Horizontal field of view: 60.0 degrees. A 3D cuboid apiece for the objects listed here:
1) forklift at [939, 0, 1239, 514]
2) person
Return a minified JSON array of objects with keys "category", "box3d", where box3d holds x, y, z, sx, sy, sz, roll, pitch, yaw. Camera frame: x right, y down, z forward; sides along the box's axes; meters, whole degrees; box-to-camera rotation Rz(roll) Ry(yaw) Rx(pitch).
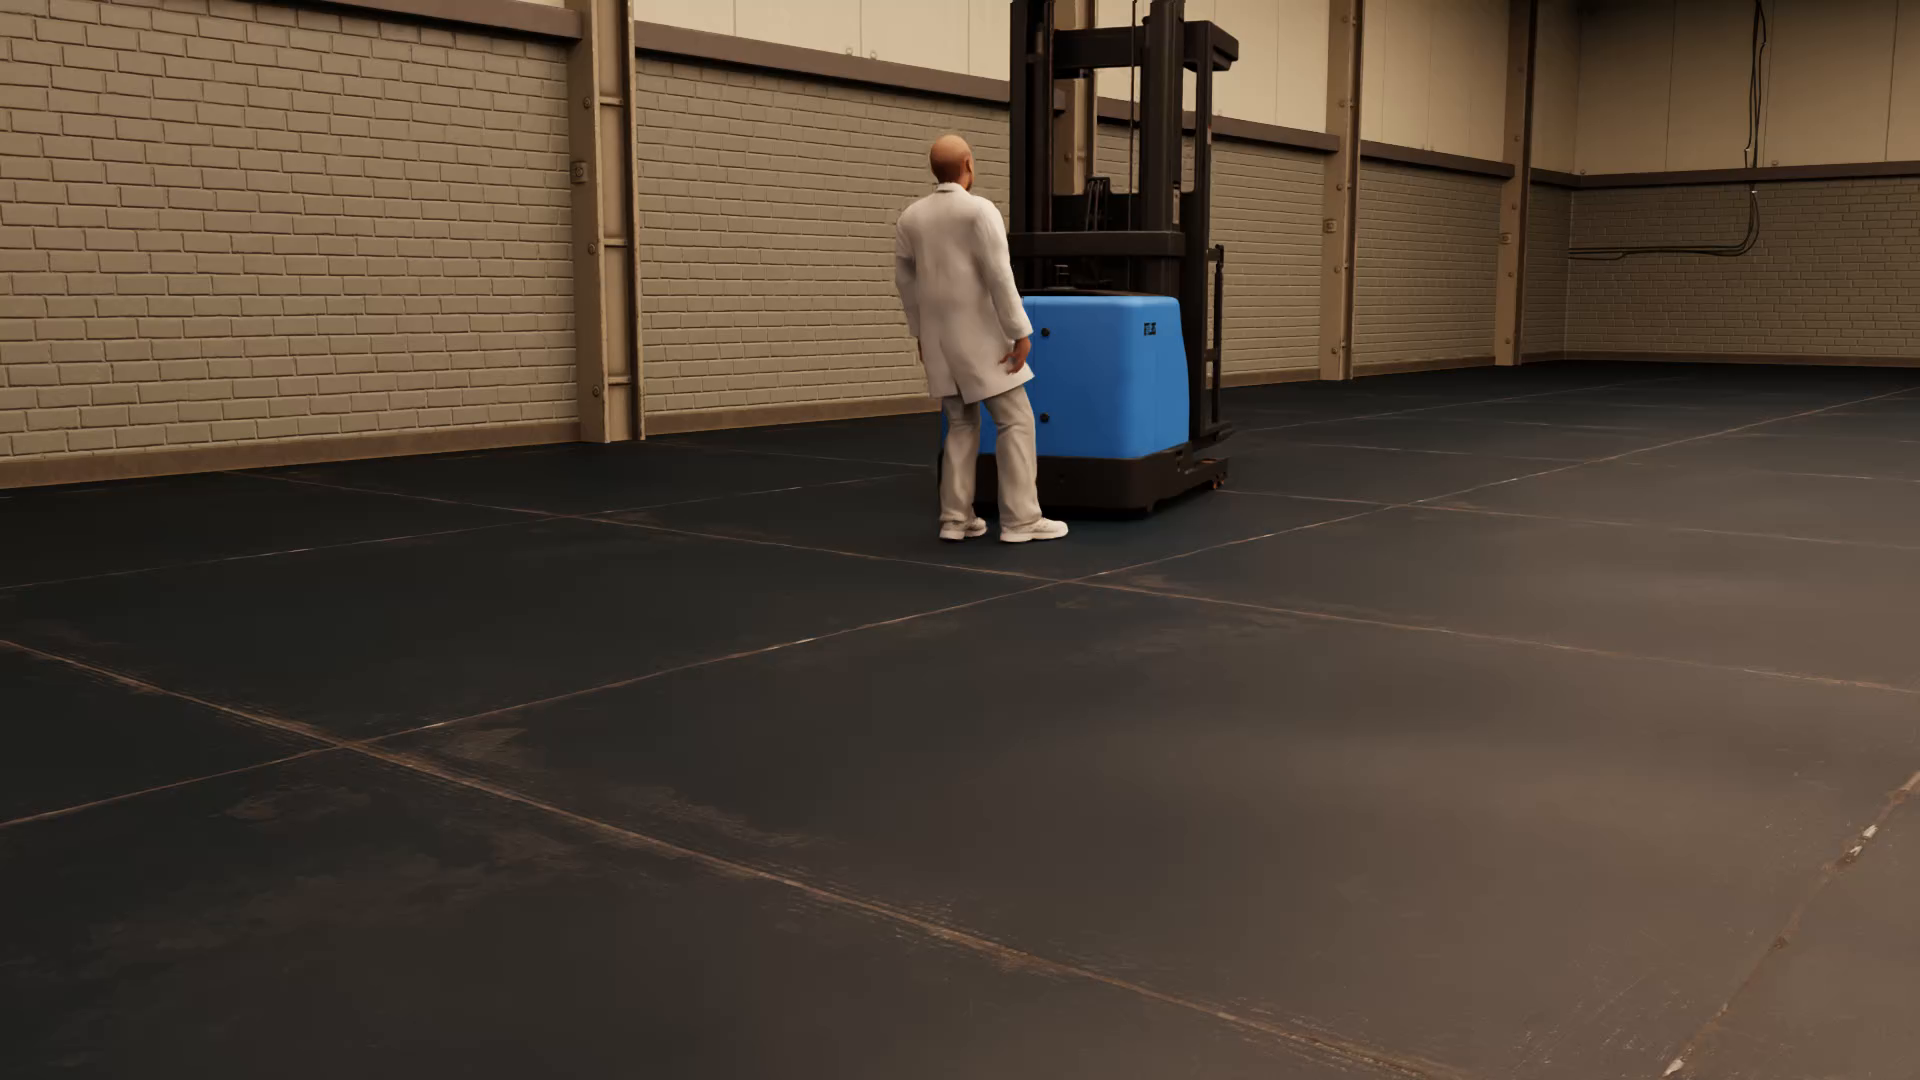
[{"category":"forklift","box3d":[0.903,-1.753,9.263,1.130,2.935,3.031,3,9,21]},{"category":"person","box3d":[0.086,-0.880,7.382,0.725,1.770,0.573,7,11,41]}]
